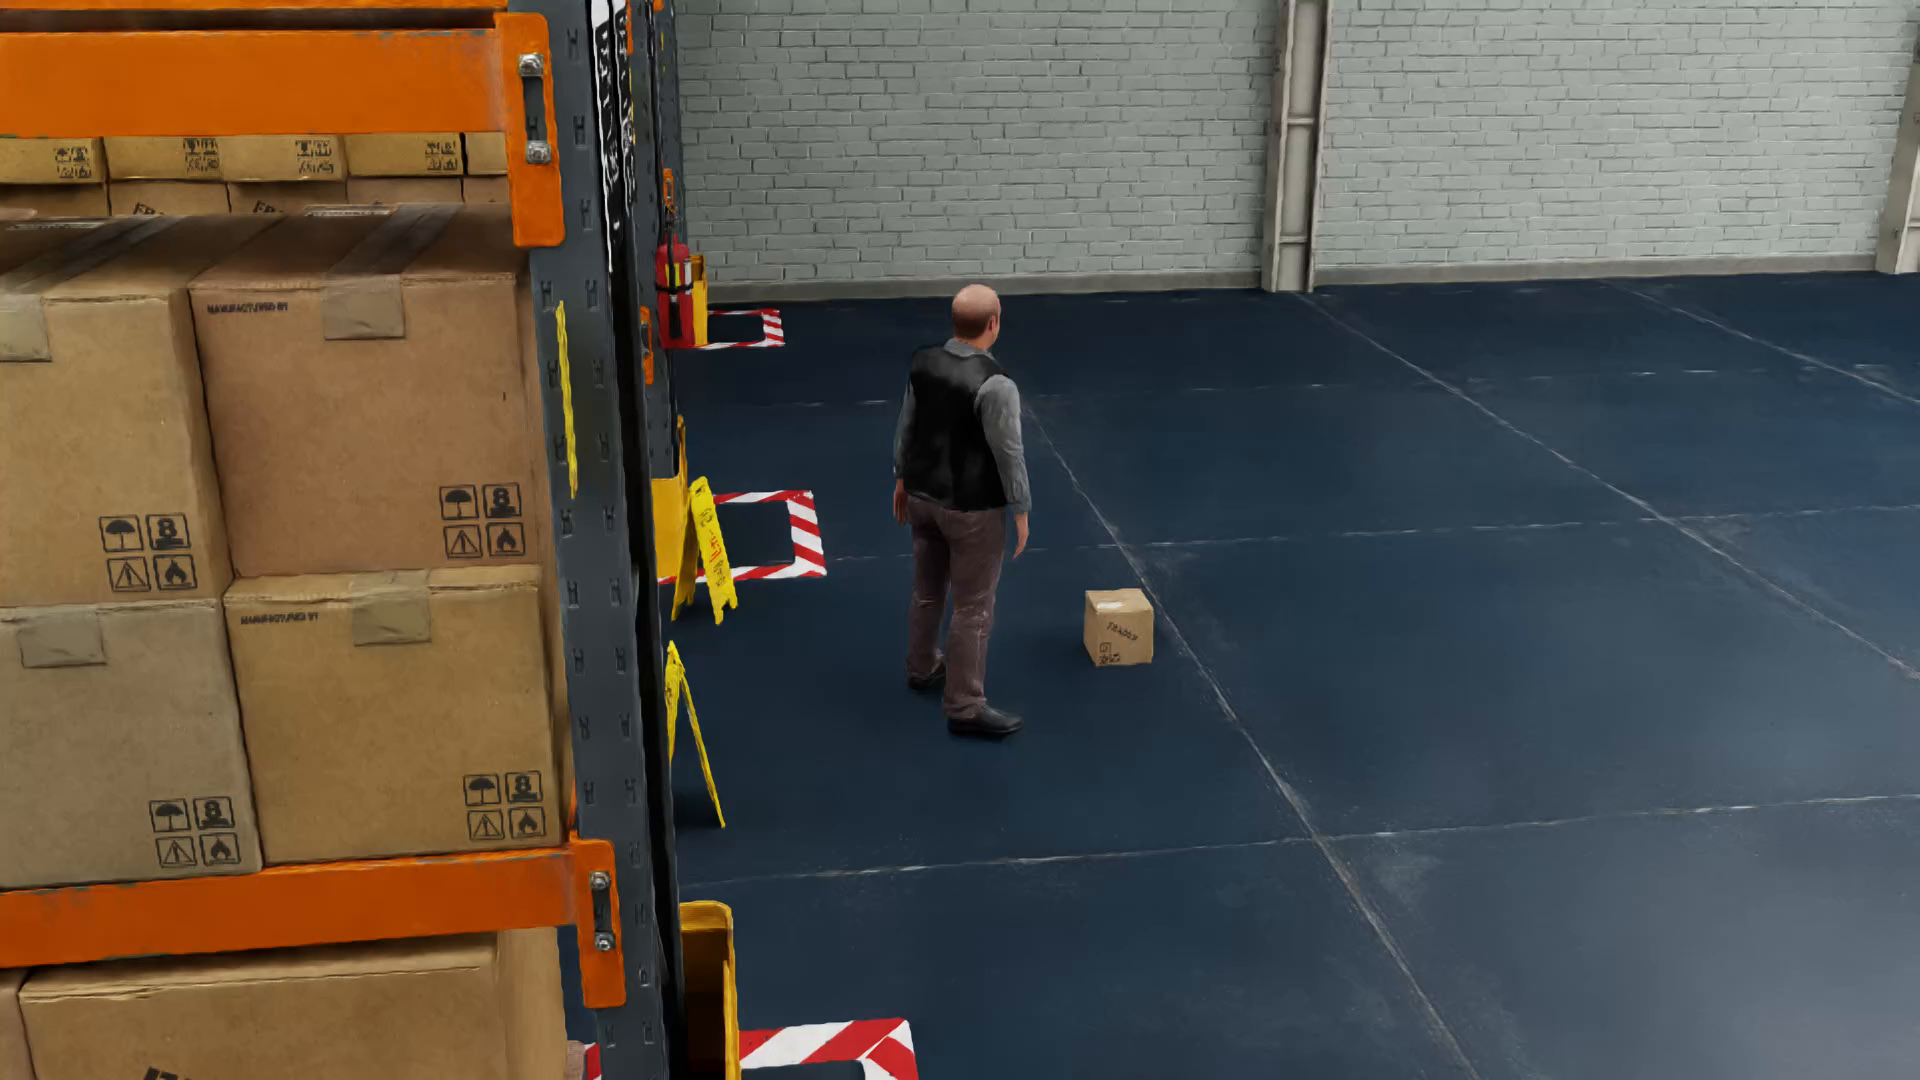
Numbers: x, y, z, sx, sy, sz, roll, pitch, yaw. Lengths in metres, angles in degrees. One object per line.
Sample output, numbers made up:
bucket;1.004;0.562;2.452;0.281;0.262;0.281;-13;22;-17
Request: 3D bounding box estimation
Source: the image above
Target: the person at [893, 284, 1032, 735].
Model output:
person;0.010;-0.141;6.437;0.672;1.722;0.466;18;26;40
